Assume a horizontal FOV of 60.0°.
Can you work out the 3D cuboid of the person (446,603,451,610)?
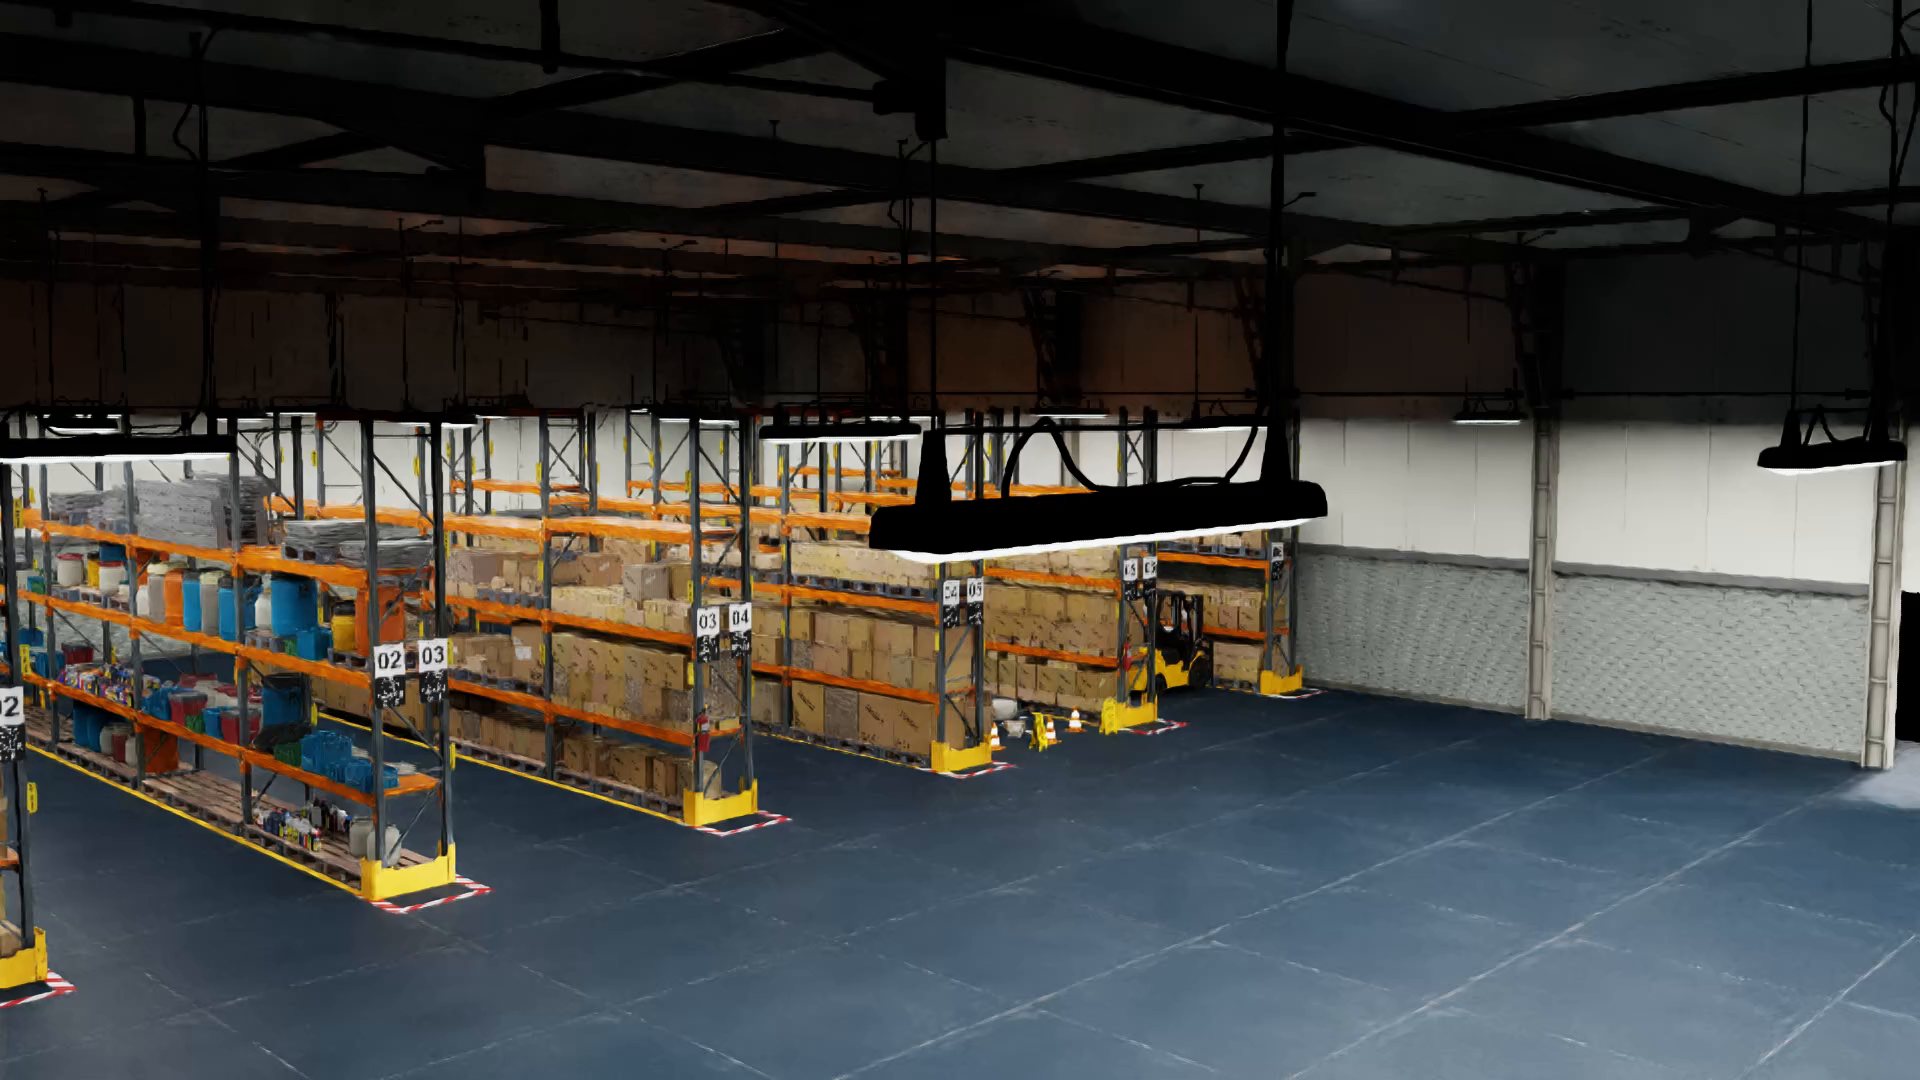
[{"bbox_3d":[-11.441,2.207,37.090,0.377,1.668,0.587,-5,7,-42],"label":"person"}]
